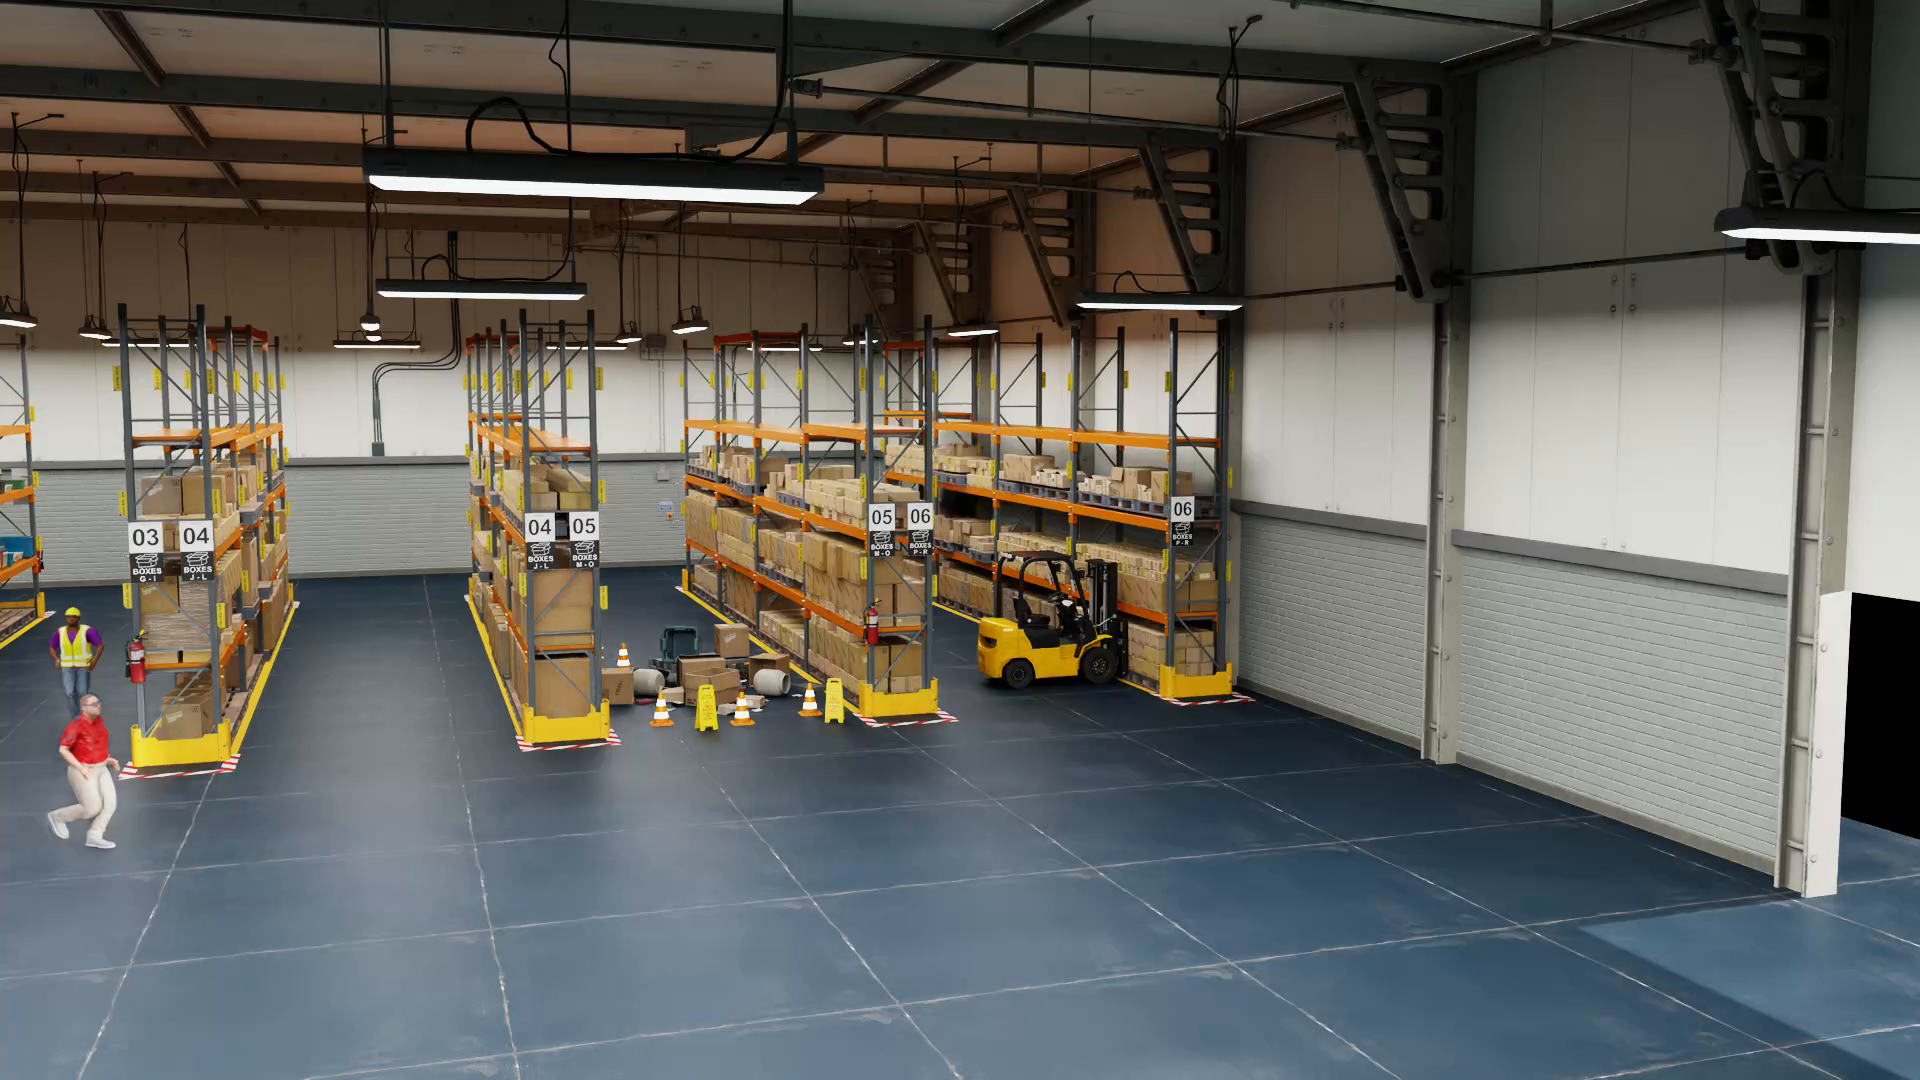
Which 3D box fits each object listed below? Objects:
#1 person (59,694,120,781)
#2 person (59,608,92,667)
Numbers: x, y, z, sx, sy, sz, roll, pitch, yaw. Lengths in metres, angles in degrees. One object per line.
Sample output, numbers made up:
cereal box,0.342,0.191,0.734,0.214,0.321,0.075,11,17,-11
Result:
person,-9.287,2.087,17.799,0.381,0.878,0.652,1,6,10
person,-12.900,1.422,24.219,0.436,0.883,0.337,-2,6,-18
